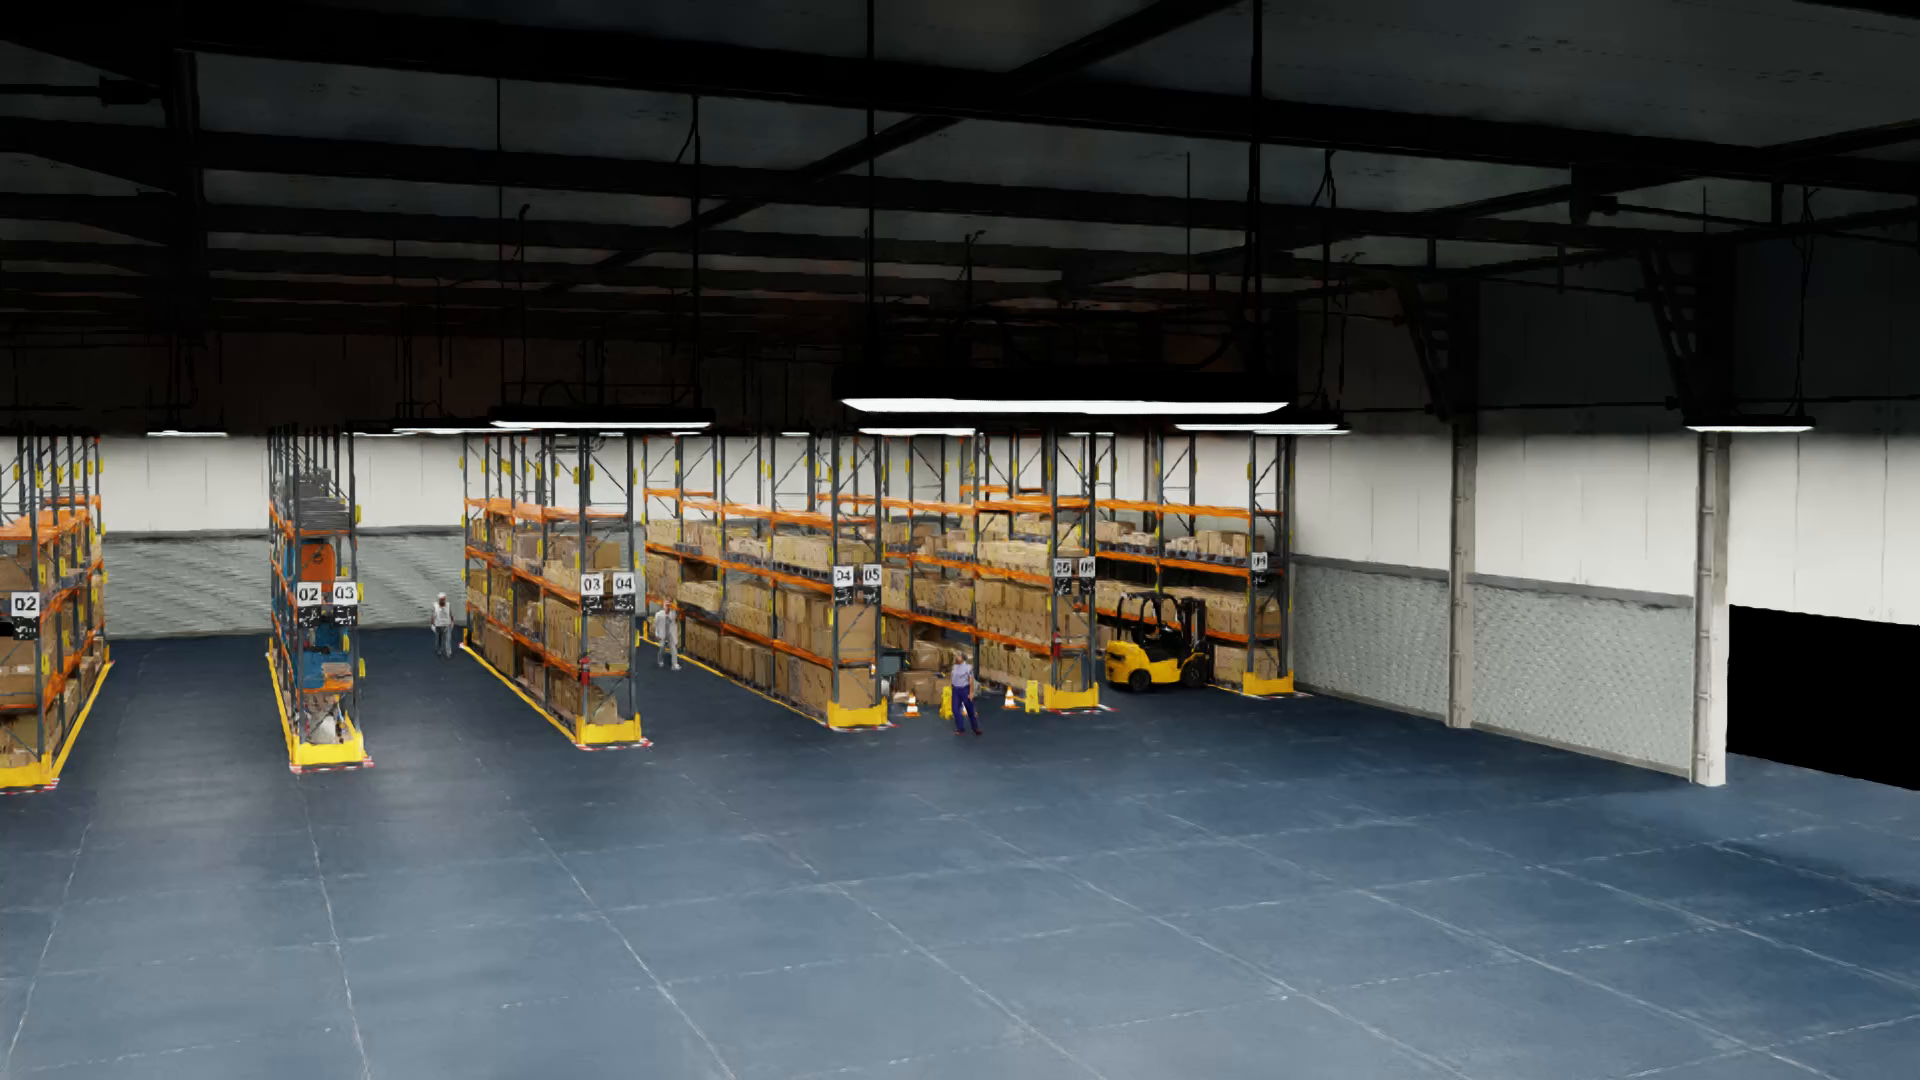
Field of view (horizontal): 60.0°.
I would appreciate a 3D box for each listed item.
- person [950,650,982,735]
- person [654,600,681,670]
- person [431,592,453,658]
[{"bbox_3d":[0.104,2.948,32.170,0.596,1.640,0.516,3,5,40],"label":"person"},{"bbox_3d":[-7.271,2.338,41.213,0.598,1.698,1.194,-1,4,-21],"label":"person"},{"bbox_3d":[-13.537,2.202,43.473,0.566,1.706,1.122,-1,4,-21],"label":"person"}]
